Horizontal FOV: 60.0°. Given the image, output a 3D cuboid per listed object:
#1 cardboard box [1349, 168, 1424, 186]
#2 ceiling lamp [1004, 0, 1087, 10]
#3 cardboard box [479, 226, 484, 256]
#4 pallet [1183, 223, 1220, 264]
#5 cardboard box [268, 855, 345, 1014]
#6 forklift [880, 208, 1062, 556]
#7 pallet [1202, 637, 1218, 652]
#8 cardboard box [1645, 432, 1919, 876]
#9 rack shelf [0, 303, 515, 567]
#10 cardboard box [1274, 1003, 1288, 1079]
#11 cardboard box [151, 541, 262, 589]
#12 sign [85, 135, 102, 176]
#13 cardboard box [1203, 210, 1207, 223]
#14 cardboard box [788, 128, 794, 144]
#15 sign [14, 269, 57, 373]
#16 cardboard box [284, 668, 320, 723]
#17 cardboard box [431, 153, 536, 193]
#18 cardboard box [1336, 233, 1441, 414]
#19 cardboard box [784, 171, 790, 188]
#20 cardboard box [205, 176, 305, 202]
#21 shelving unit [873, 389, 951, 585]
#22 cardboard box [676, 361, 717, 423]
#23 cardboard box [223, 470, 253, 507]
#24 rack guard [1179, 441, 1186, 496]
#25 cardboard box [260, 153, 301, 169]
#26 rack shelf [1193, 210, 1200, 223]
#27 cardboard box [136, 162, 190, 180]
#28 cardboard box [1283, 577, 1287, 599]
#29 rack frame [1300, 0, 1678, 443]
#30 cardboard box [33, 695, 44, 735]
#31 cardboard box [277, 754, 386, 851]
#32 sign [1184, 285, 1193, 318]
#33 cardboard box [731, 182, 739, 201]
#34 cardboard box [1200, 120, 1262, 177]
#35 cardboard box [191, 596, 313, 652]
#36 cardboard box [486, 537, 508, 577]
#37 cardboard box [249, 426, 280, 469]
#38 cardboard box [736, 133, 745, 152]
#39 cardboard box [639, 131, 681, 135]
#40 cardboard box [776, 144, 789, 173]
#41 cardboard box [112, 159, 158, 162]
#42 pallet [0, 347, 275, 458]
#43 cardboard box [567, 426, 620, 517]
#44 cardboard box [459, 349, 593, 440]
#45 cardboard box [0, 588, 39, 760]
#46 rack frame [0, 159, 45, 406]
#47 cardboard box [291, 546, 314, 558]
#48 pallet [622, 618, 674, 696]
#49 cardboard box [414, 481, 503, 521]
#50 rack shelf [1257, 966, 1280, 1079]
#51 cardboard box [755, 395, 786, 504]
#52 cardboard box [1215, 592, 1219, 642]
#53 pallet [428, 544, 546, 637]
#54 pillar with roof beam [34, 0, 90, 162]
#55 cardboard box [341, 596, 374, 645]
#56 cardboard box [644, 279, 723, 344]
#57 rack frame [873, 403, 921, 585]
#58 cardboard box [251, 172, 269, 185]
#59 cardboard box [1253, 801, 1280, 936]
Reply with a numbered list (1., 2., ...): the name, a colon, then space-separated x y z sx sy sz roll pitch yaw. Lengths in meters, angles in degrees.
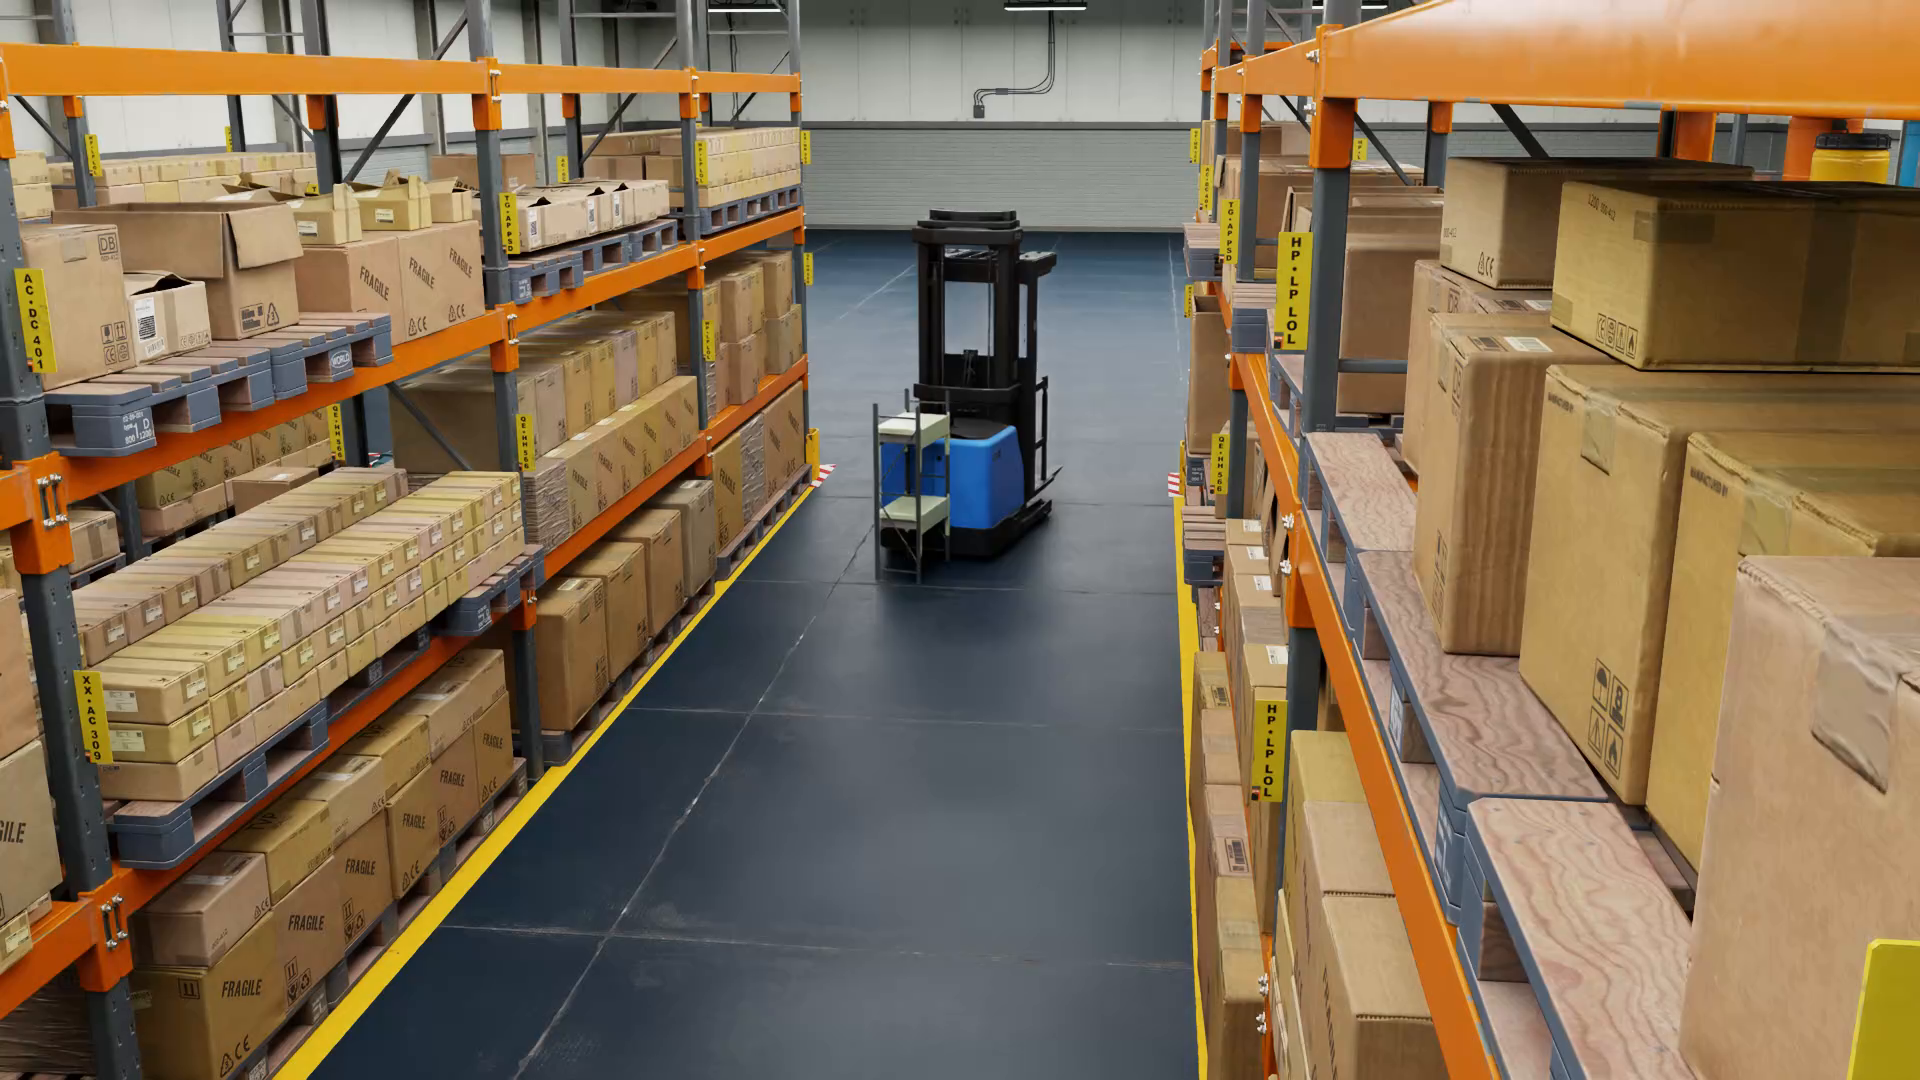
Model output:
1. cardboard box: 2.233 -1.720 8.881 0.500 0.500 0.500 2 15 7
2. ceiling lamp: 2.085 -14.361 39.850 2.000 3.185 0.800 2 15 6
3. cardboard box: -2.795 -1.700 9.442 0.380 0.149 0.250 1 15 4
4. pallet: 2.201 -2.106 11.817 1.213 0.211 1.003 2 15 6
5. cardboard box: -3.039 1.680 7.188 0.500 0.500 0.500 2 15 9
6. forklift: 0.248 -1.616 15.525 1.130 2.935 3.031 5 16 18
7. pallet: 2.155 0.960 11.209 1.003 0.211 1.213 2 15 6
8. cardboard box: 1.211 0.181 1.814 0.700 0.500 0.500 1 15 4
9. rack shelf: -3.218 -0.623 7.350 1.077 0.370 4.000 2 15 6
10. cardboard box: 1.080 1.426 4.625 0.380 0.149 0.250 1 15 4
11. cardboard box: -3.415 0.110 7.544 0.380 0.149 0.250 1 15 5
12. sign: -6.919 -3.070 13.277 0.100 0.325 0.005 2 15 6
13. cardboard box: 2.290 -2.675 13.848 0.500 0.250 0.500 2 15 6
14. cardboard box: -1.820 -3.916 16.109 0.380 0.149 0.250 2 15 7
15. sign: -2.903 -0.687 5.218 0.100 0.325 0.005 2 15 6
16. cardboard box: -2.855 0.625 6.781 0.380 0.149 0.250 2 15 7
17. cardboard box: -3.074 -2.247 10.791 0.500 0.500 0.500 2 15 6
18. cardboard box: 1.529 -0.681 5.190 0.700 0.500 0.500 2 15 8
19. cardboard box: -1.848 -3.465 15.968 0.380 0.149 0.250 2 15 7
20. cardboard box: -3.359 -1.608 7.959 0.396 0.266 0.258 2 15 6
21. shelving unit: -0.397 -0.458 13.983 0.431 1.500 0.755 5 16 18
22. cardboard box: -2.511 -1.246 13.738 0.875 0.550 0.550 2 15 6
23. cardboard box: -7.029 -0.494 15.707 0.500 0.250 0.500 1 15 6
24. rack guard: 2.819 -0.717 16.855 1.175 0.500 0.348 2 15 6
25. cardboard box: -6.831 -3.784 16.618 0.380 0.149 0.250 2 15 7
26. rack shelf: 2.602 -2.525 14.386 1.077 0.370 4.000 2 15 6
27. cardboard box: -7.038 -3.251 14.646 0.380 0.149 0.250 1 15 4
28. cardboard box: 1.626 0.293 6.218 0.797 0.503 0.637 2 15 7
29. rack frame: 1.473 -1.727 4.309 1.000 3.000 0.127 2 15 6
30. cardboard box: -3.595 0.663 6.071 0.380 0.149 0.250 2 15 8
31. cardboard box: -2.978 1.185 7.582 0.500 0.250 0.500 2 15 8
32. sign: 2.288 -2.377 16.548 0.100 0.325 0.005 2 15 6
33. cardboard box: -2.077 -2.937 14.016 0.380 0.149 0.250 1 15 5
34. cardboard box: 2.392 -3.447 14.698 0.500 0.500 0.500 2 15 6
35. cardboard box: -2.854 0.336 6.710 0.380 0.149 0.250 1 15 6
36. cardboard box: -2.621 0.084 8.782 0.380 0.149 0.250 2 15 6
37. cardboard box: -6.970 -0.991 16.106 0.500 0.500 0.500 1 15 5
38. cardboard box: -2.049 -3.390 14.162 0.380 0.149 0.250 2 15 7
39. cardboard box: -2.645 -3.539 14.714 0.380 0.149 0.250 2 15 7
40. cardboard box: -1.924 -3.621 15.781 0.500 0.250 0.500 2 15 6
41. cardboard box: -7.572 -3.403 15.207 0.380 0.149 0.250 2 15 7
42. pallet: -3.268 -0.517 5.942 1.213 0.211 1.003 2 15 6
43. cardboard box: -2.561 -0.460 10.925 0.500 0.500 0.500 2 15 6
44. cardboard box: -2.820 -0.952 10.829 0.700 0.500 0.500 1 15 5
45. cardboard box: -3.228 0.452 5.066 0.500 0.500 0.500 1 15 4
46. rack frame: -3.443 -1.899 4.946 1.000 3.000 0.127 2 15 6
47. cardboard box: -3.359 0.124 8.065 0.380 0.149 0.250 2 15 6
48. pallet: -2.688 0.788 11.844 1.003 0.211 1.213 2 15 6
49. cardboard box: -2.622 -0.203 8.705 0.380 0.149 0.250 2 15 6
50. rack shelf: 1.248 2.035 3.267 1.077 0.370 4.000 2 15 6
51. cardboard box: -2.197 -0.886 15.960 0.875 0.875 0.875 1 15 5
52. cardboard box: 2.150 0.515 11.455 0.700 0.500 0.500 0 15 1
53. pallet: -2.967 0.240 8.895 1.213 0.211 1.003 2 15 6
54. pillar with roof beam: -7.971 -6.552 22.151 9.100 9.000 0.400 2 15 6
55. cardboard box: -2.799 0.343 7.255 0.380 0.149 0.250 1 15 5
56. cardboard box: -2.518 -1.912 14.132 0.875 0.550 0.550 2 15 6
57. rack frame: -0.514 -0.368 13.648 0.400 1.500 0.023 5 16 18
58. cardboard box: -6.921 -3.348 15.770 0.500 0.250 0.500 2 15 8
59. cardboard box: 1.255 0.992 5.557 0.500 0.500 0.500 2 15 6
